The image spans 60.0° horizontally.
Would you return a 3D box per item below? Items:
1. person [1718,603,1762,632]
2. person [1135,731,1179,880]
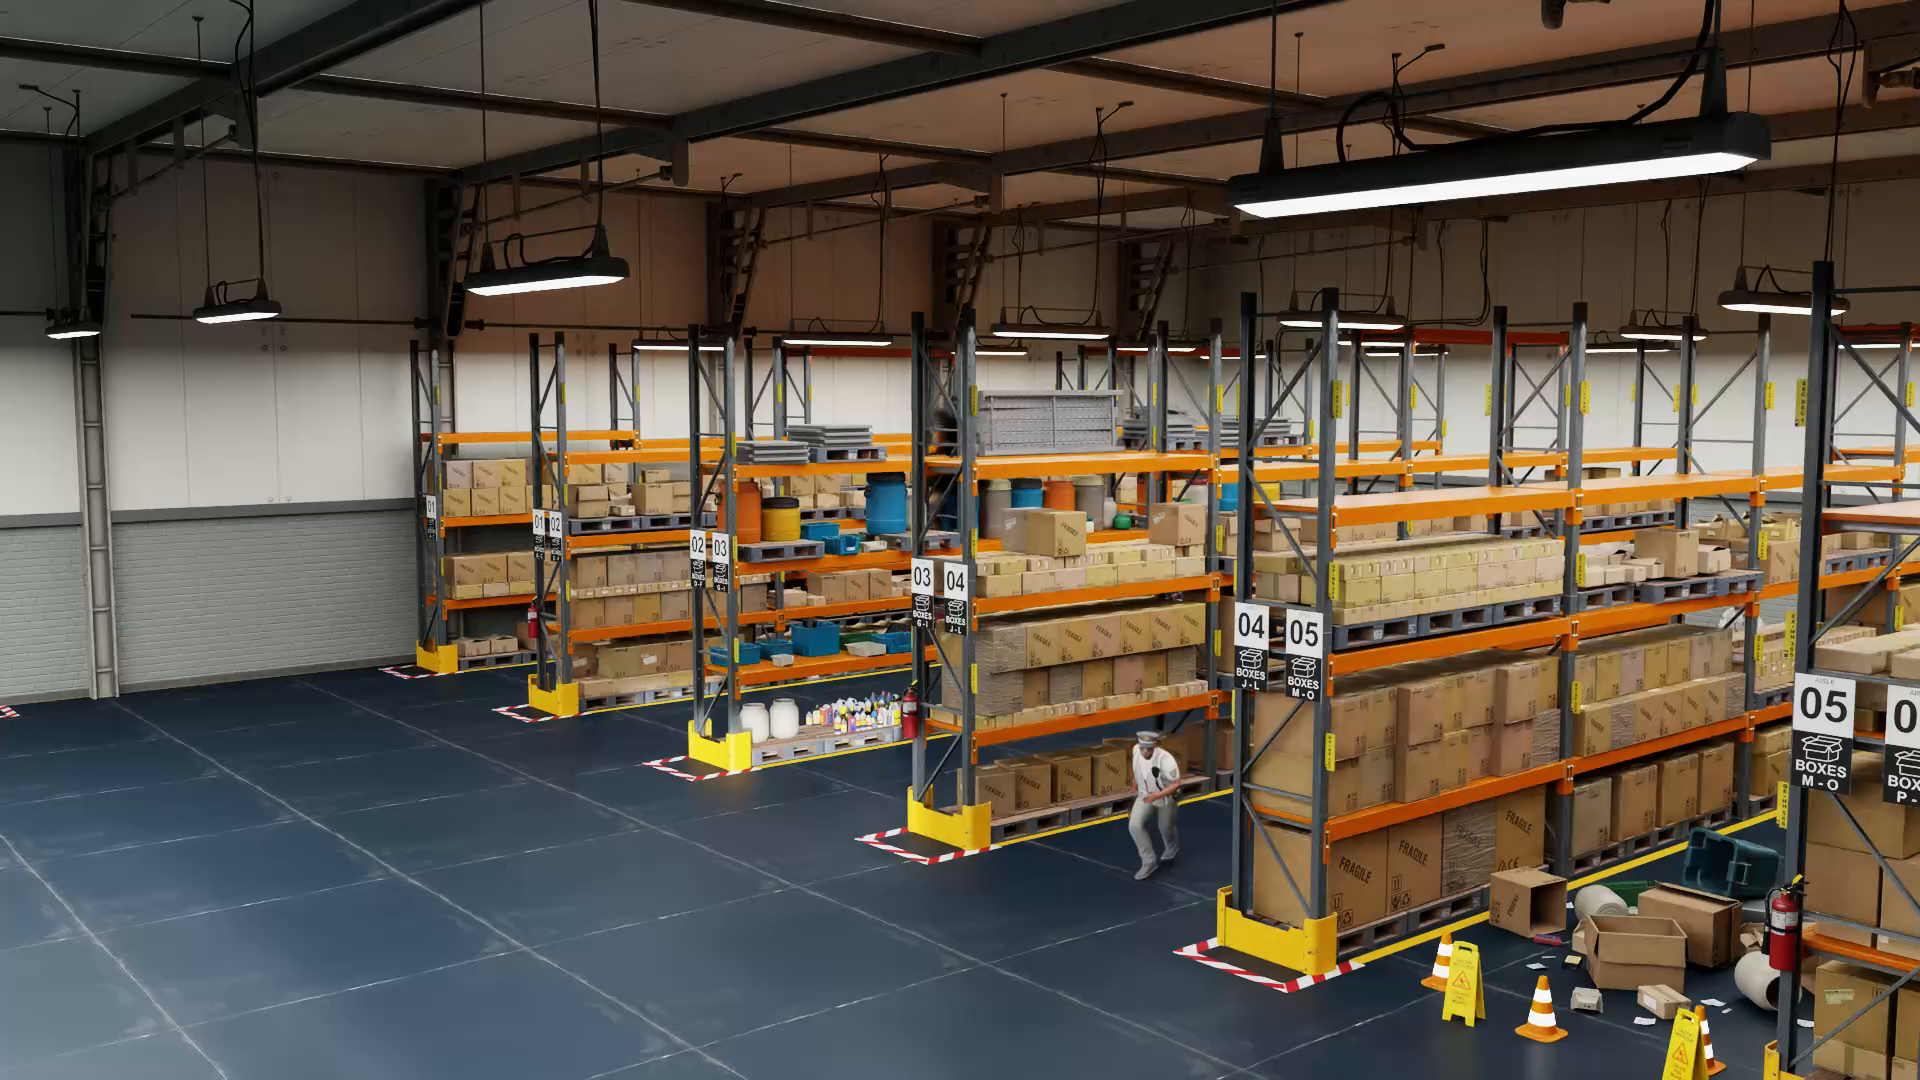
[{"bbox_3d":[13.085,1.732,27.937,0.800,1.740,0.586,-4,7,-40],"label":"person"},{"bbox_3d":[2.141,2.739,17.632,0.287,1.582,1.055,3,6,32],"label":"person"}]
